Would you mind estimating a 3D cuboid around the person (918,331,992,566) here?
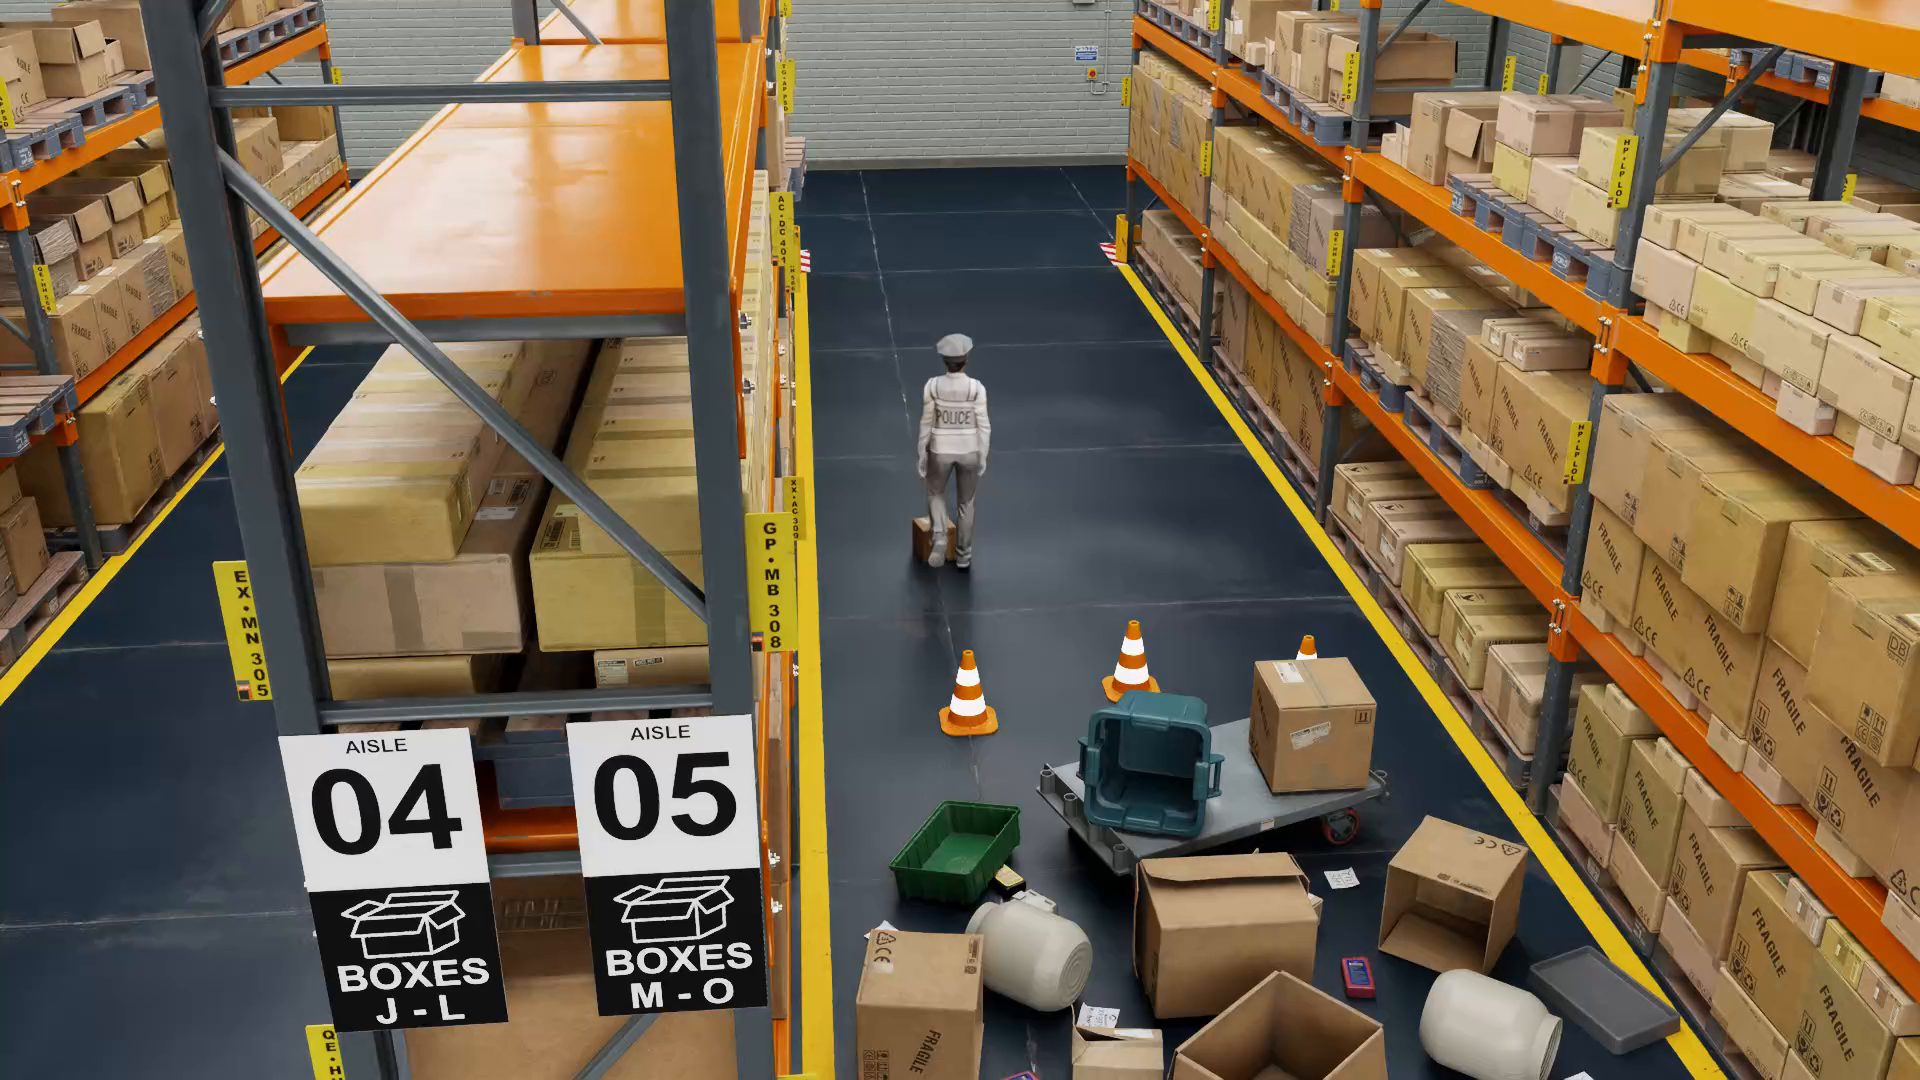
[{"bbox_3d":[-0.039,-0.606,11.594,0.516,1.676,0.466,1,24,3],"label":"person"}]
